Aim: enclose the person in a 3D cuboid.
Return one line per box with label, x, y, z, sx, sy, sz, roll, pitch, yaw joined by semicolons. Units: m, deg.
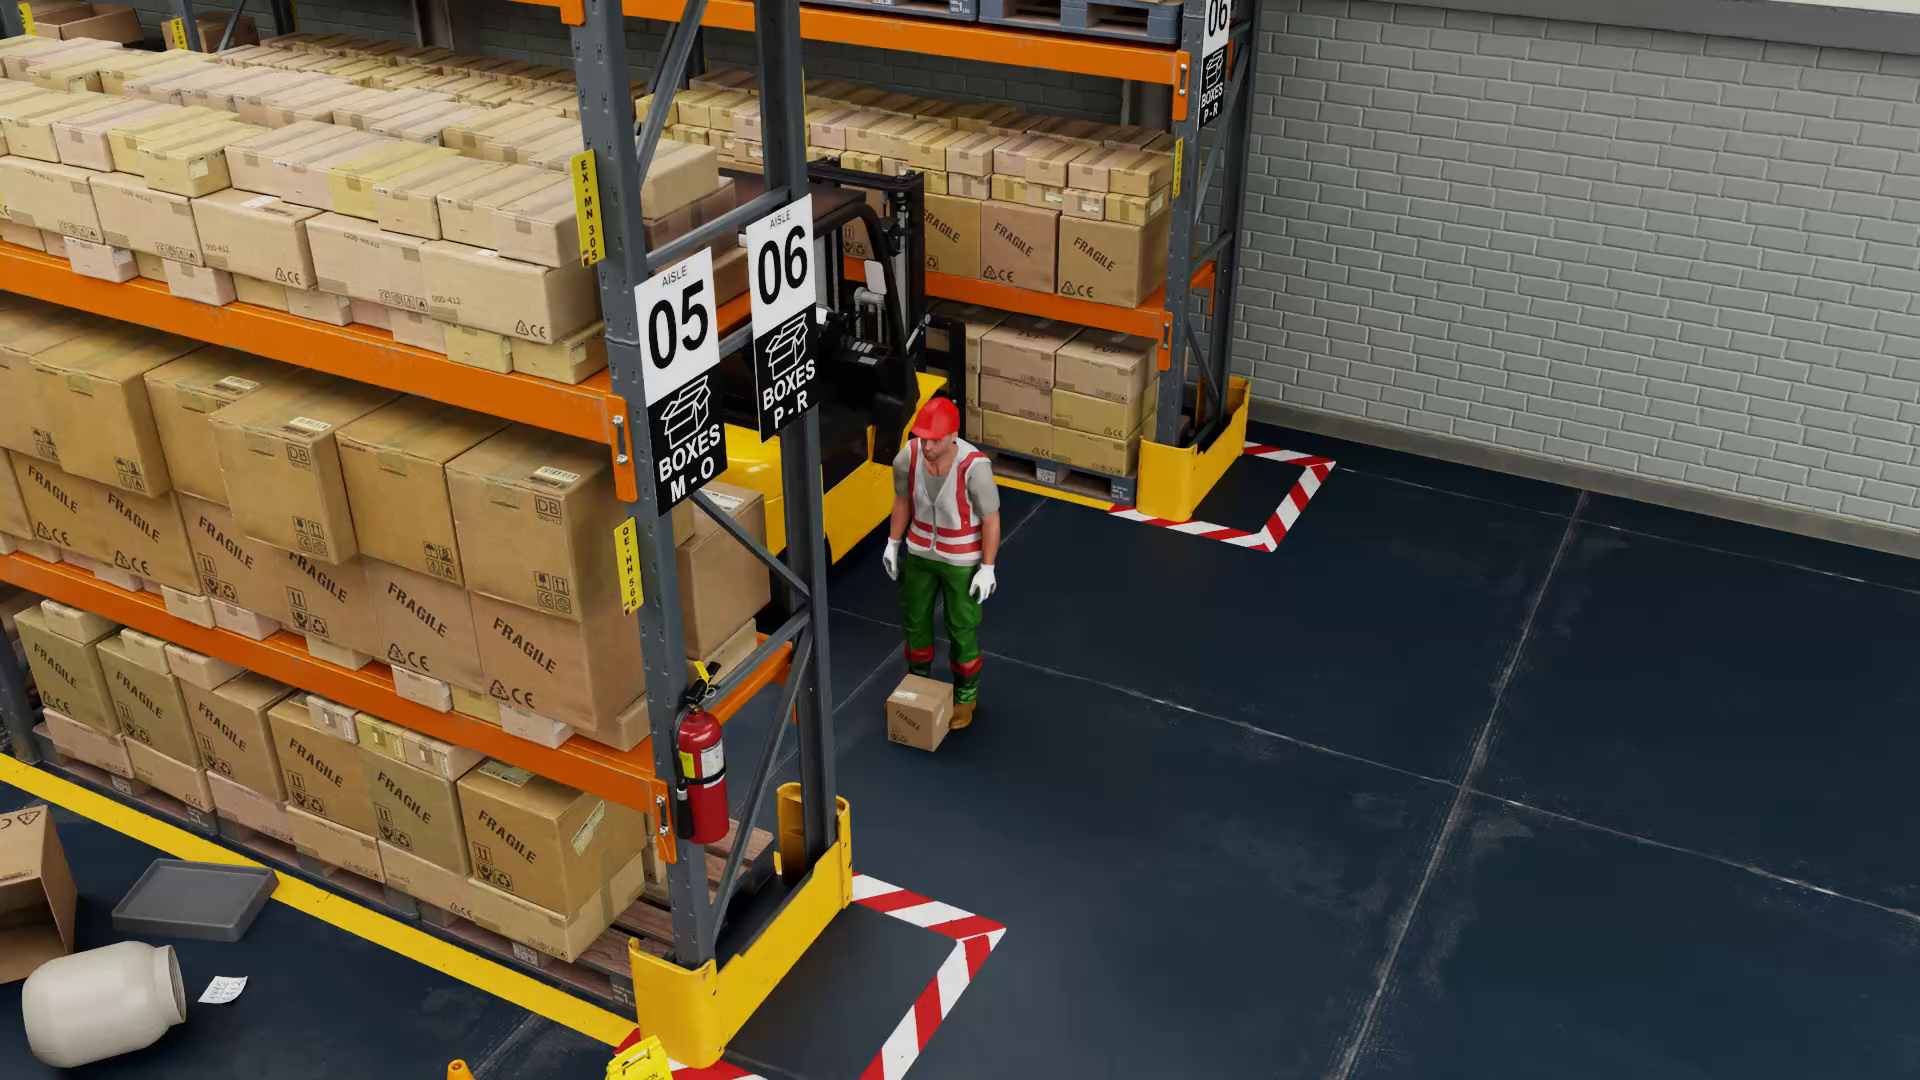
person;-0.094;0.098;8.107;0.607;1.780;0.449;14;33;23
